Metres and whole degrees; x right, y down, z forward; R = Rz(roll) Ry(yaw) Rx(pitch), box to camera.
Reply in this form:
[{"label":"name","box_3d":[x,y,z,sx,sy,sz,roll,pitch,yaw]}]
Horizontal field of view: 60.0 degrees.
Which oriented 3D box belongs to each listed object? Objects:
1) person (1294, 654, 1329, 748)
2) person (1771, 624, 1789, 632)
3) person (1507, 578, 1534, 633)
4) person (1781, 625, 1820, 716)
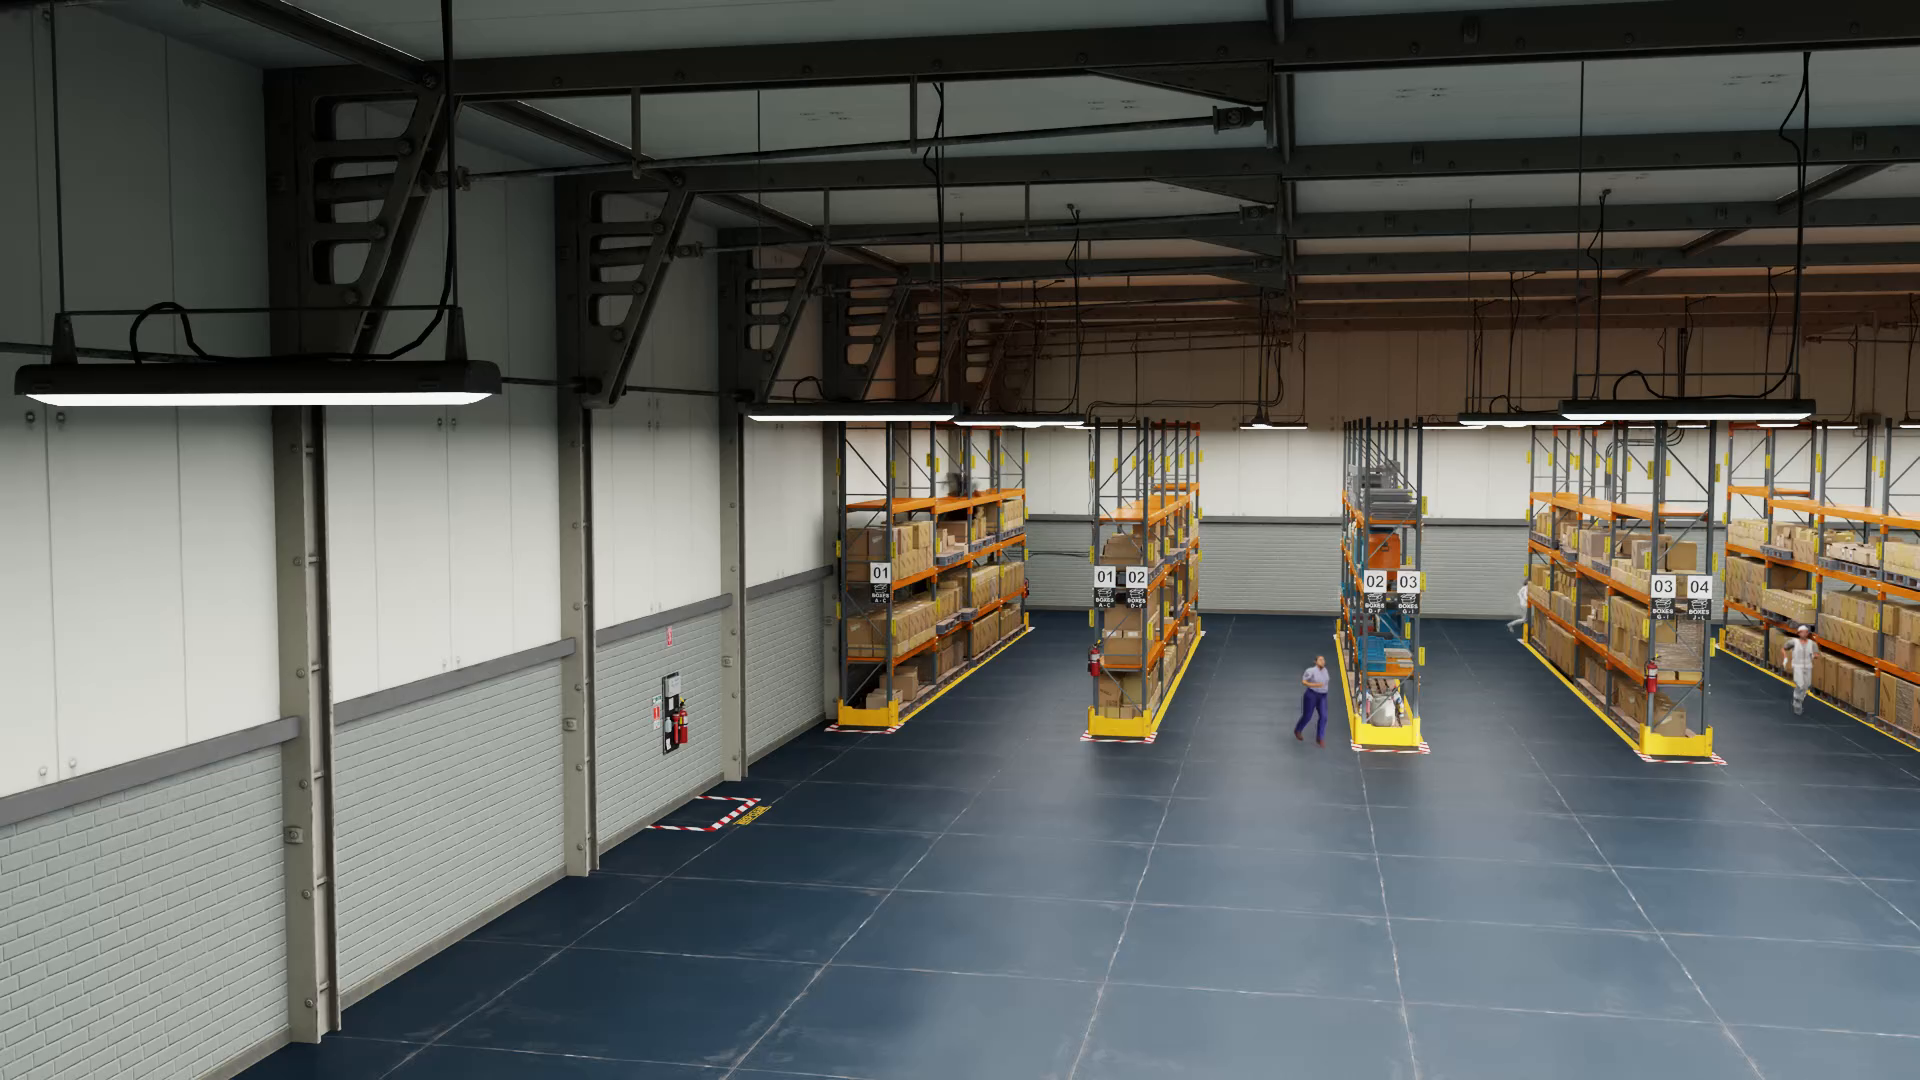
[{"label":"person","box_3d":[6.520,2.929,30.501,0.599,1.680,0.844,-1,4,-19]},{"label":"person","box_3d":[22.410,1.917,45.535,0.923,1.694,0.584,-1,4,-14]},{"label":"person","box_3d":[15.767,1.879,46.455,0.929,1.687,0.639,1,4,14]},{"label":"person","box_3d":[17.059,2.643,33.706,0.644,1.828,0.752,0,4,7]}]
